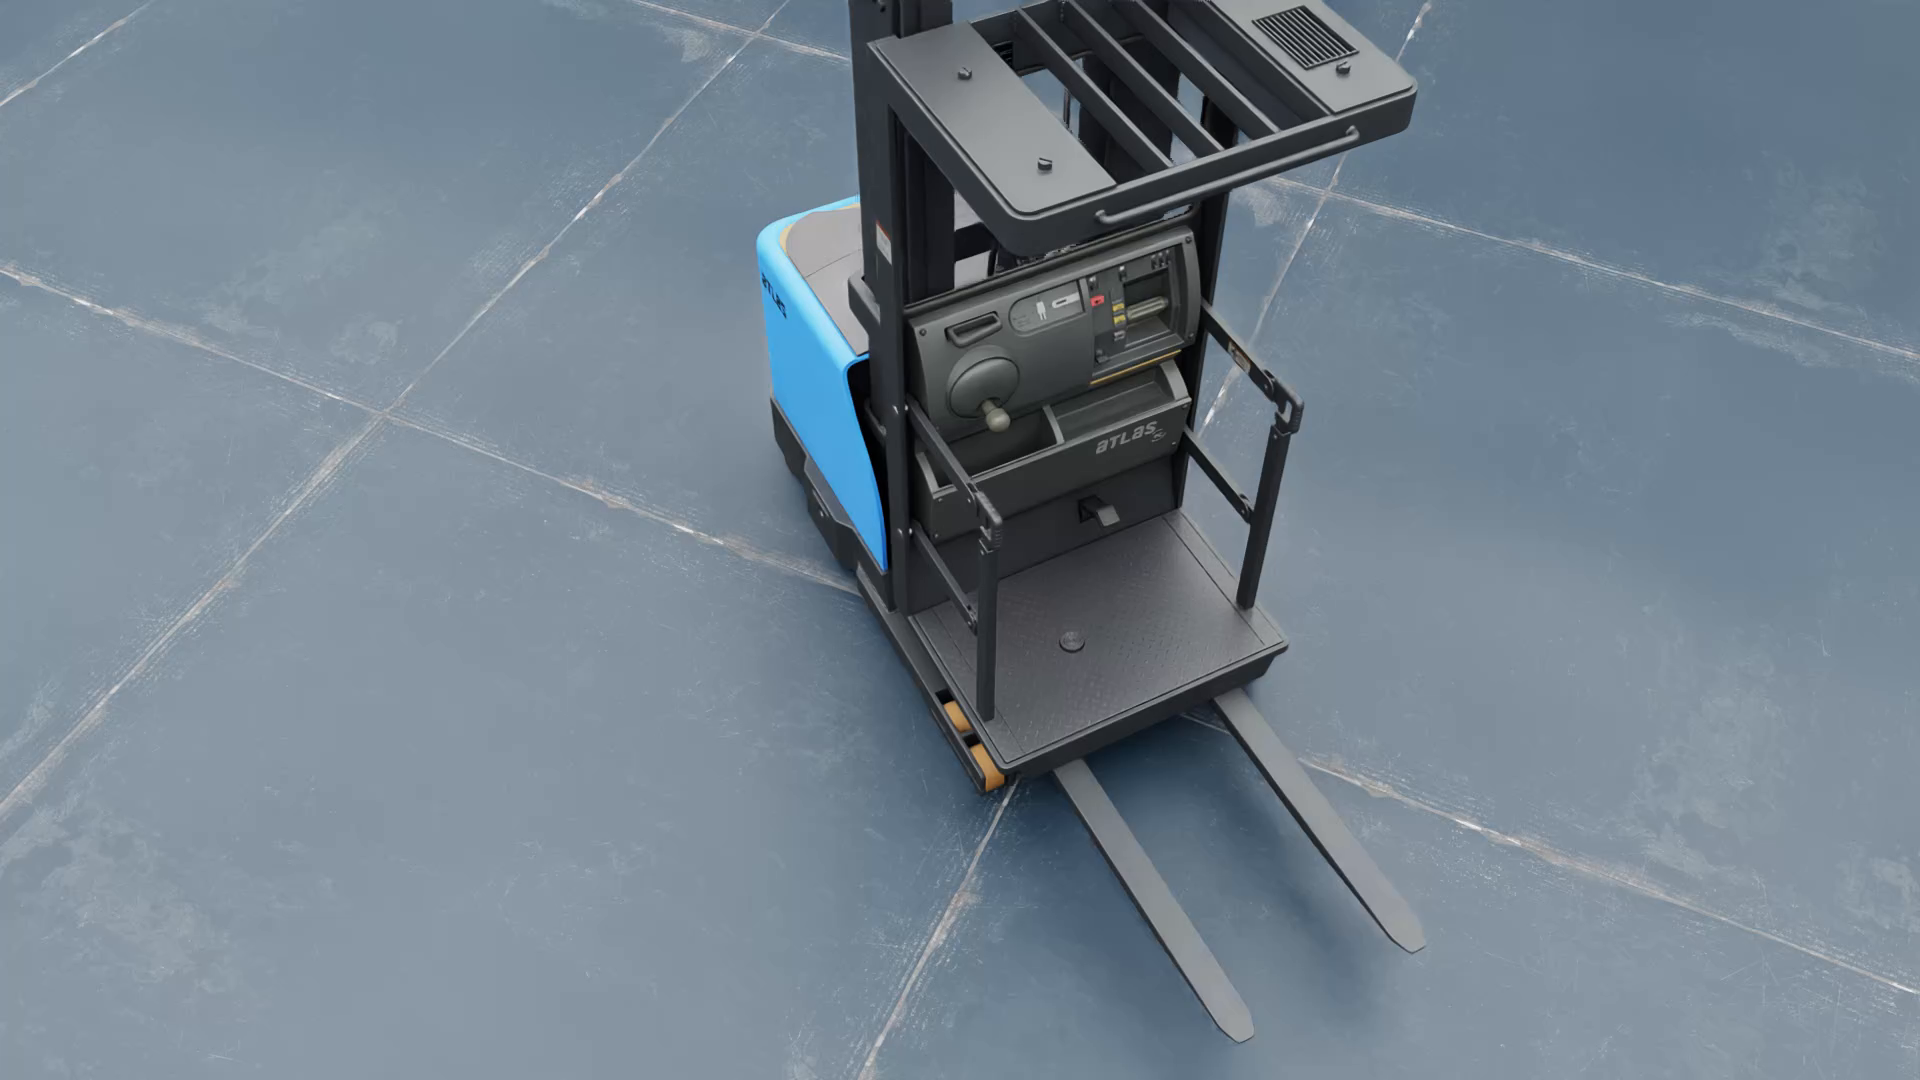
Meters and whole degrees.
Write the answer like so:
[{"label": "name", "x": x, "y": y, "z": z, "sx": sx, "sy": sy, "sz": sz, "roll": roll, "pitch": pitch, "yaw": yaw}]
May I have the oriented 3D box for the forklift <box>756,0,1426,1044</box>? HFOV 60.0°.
[{"label": "forklift", "x": 0.397, "y": -0.512, "z": 4.761, "sx": 1.130, "sy": 2.935, "sz": 3.031, "roll": -21, "pitch": 53, "yaw": -17}]
